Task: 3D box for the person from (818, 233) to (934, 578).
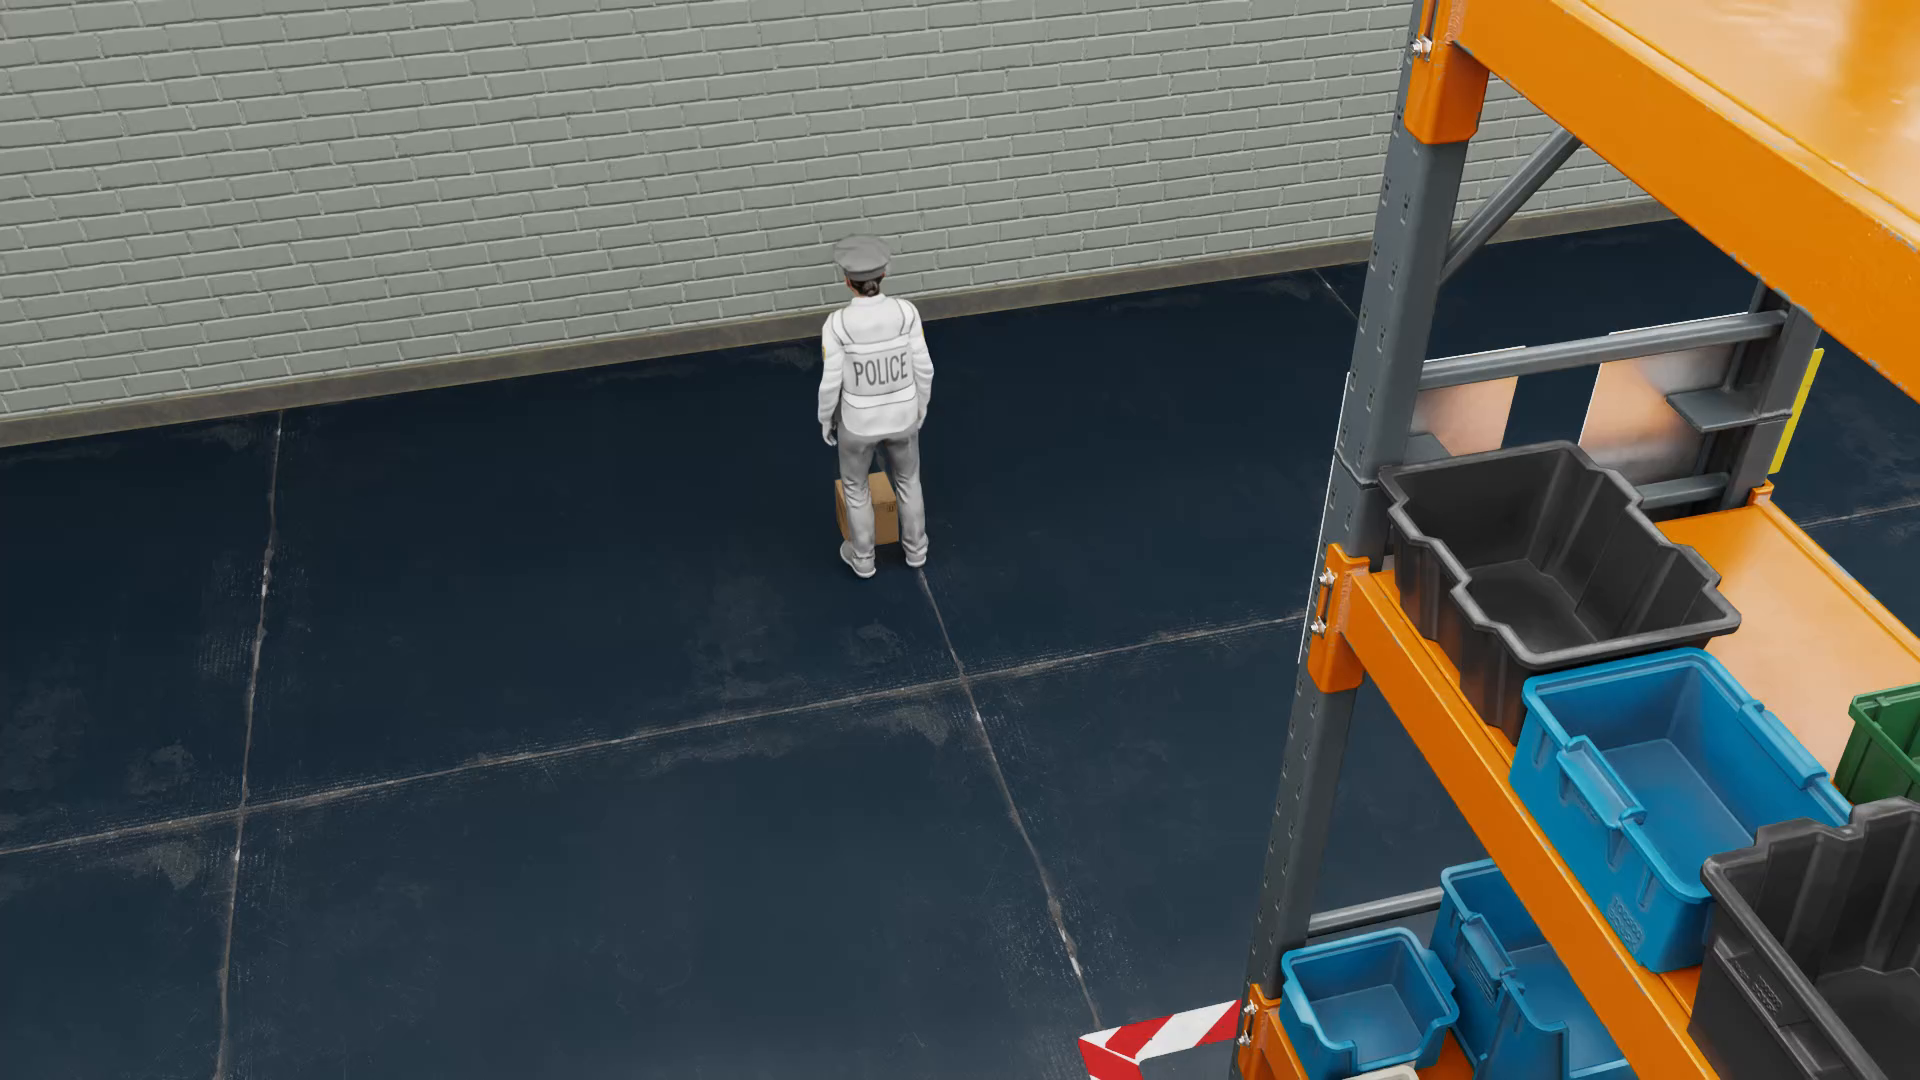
[{"bbox_3d":[-0.376,-0.548,7.402,0.518,1.663,0.369,-11,40,-13],"label":"person"}]
